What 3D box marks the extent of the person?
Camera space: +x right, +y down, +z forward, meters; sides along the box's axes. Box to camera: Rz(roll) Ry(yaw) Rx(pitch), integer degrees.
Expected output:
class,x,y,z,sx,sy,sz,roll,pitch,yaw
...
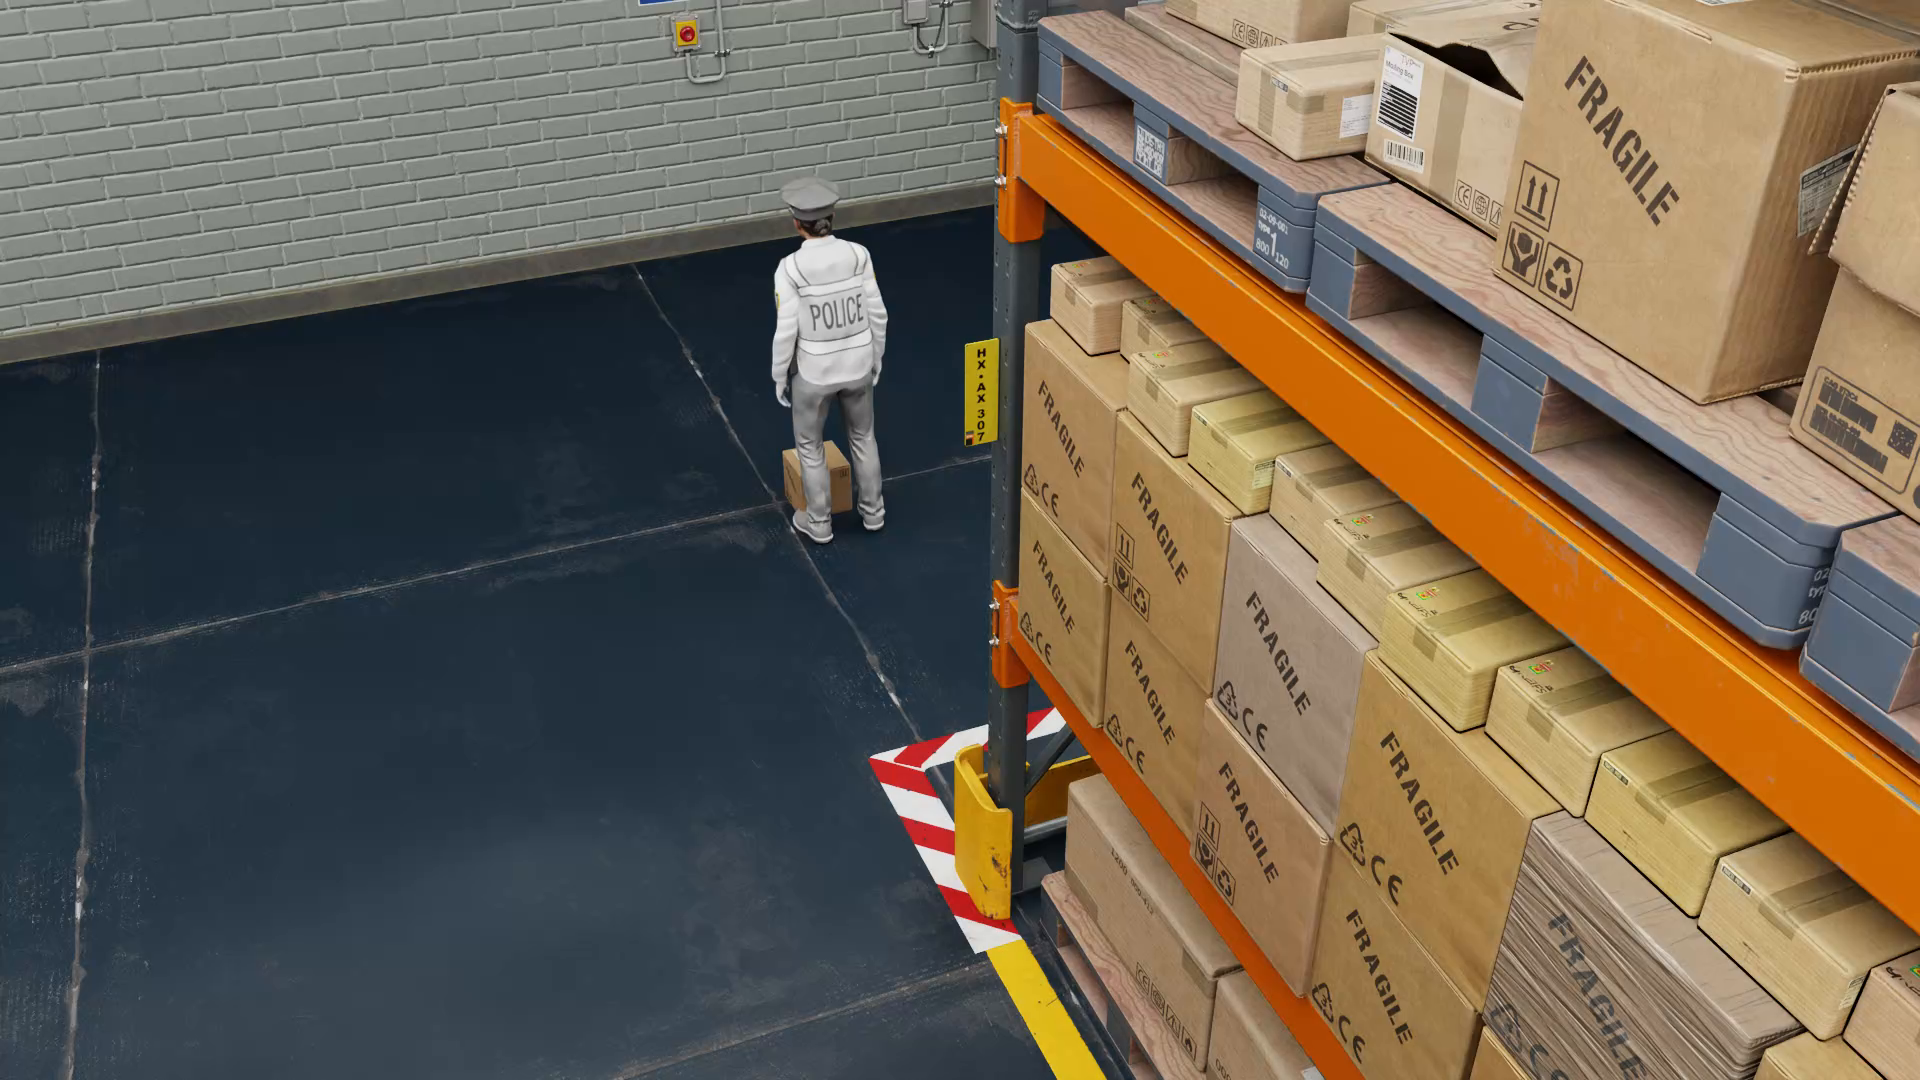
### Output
class,x,y,z,sx,sy,sz,roll,pitch,yaw
person,-0.572,-0.744,7.257,0.530,1.661,0.376,-15,36,-21
